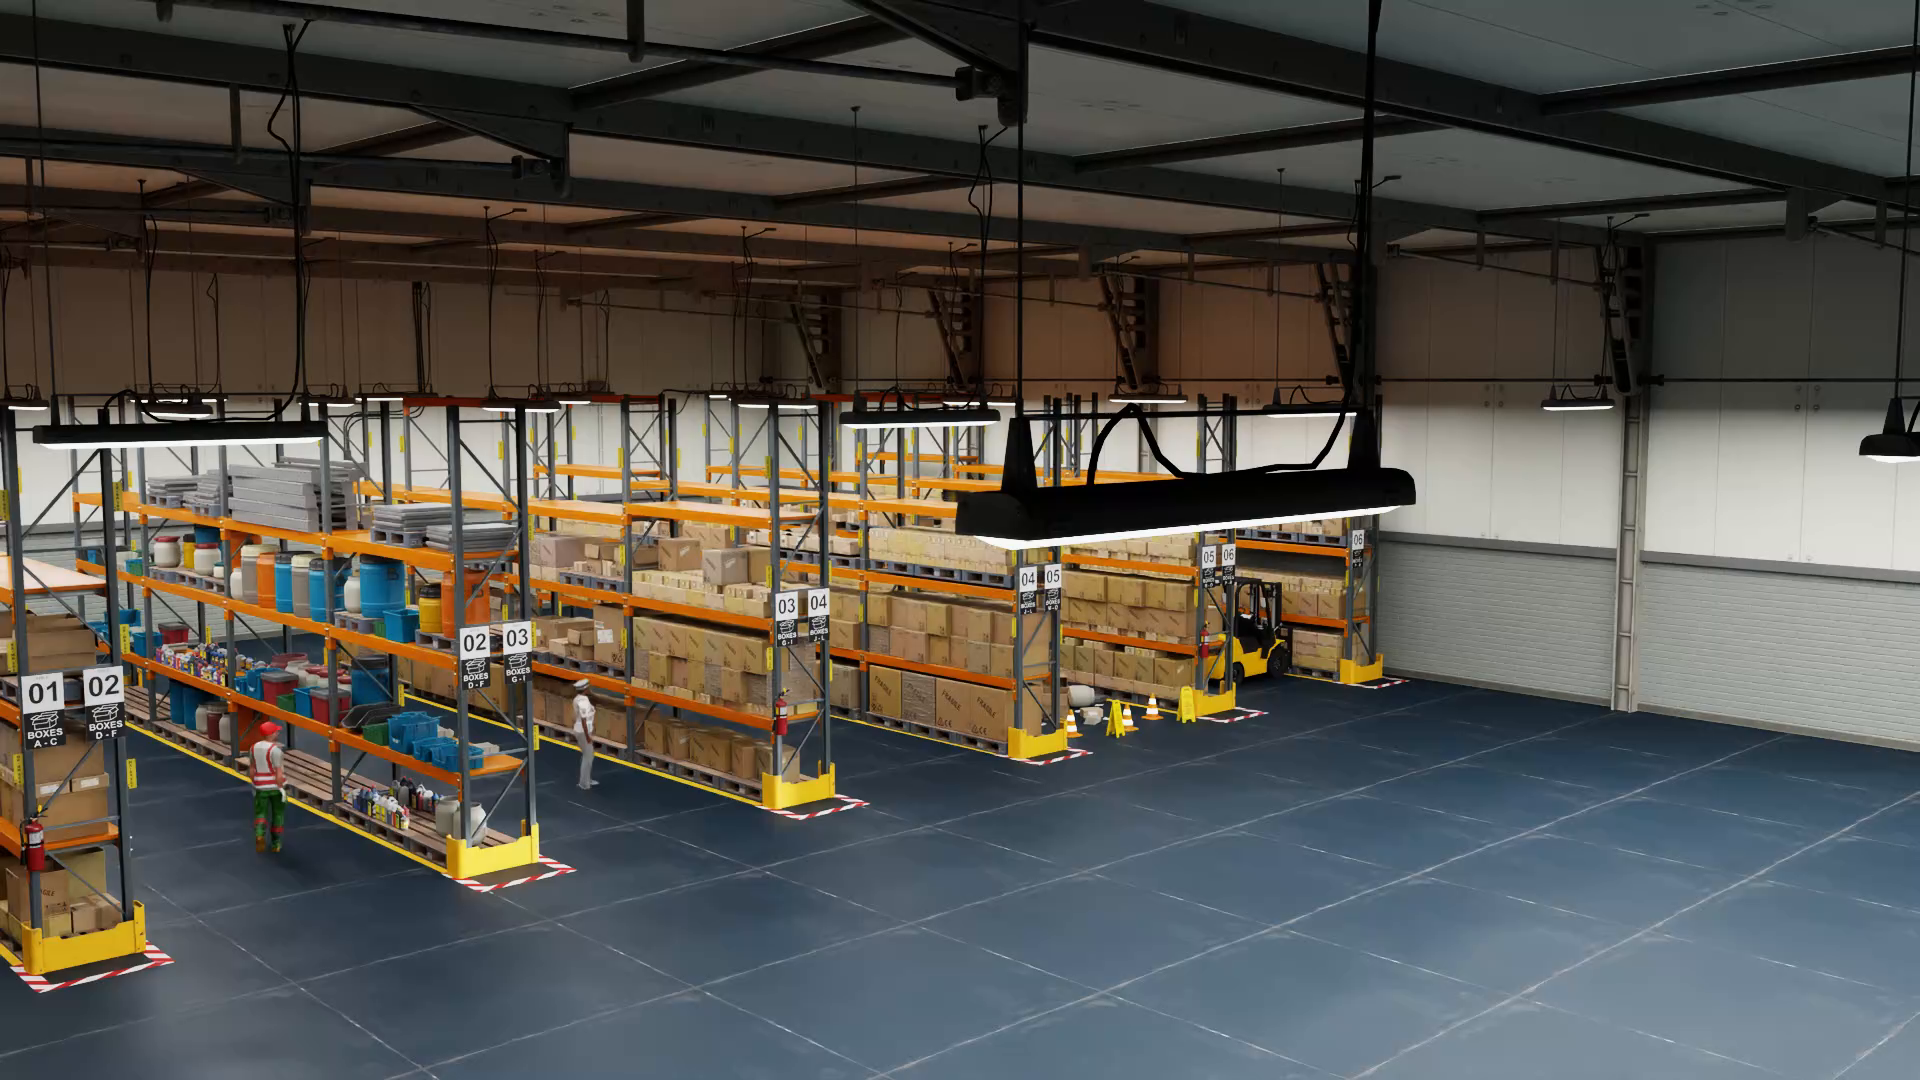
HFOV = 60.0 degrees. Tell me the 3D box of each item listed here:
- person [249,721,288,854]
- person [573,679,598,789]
[{"bbox_3d":[-9.203,3.302,22.084,0.493,1.780,0.725,-1,6,-10],"label":"person"},{"bbox_3d":[-5.840,3.038,25.916,0.366,1.762,0.539,-1,6,-10],"label":"person"}]
